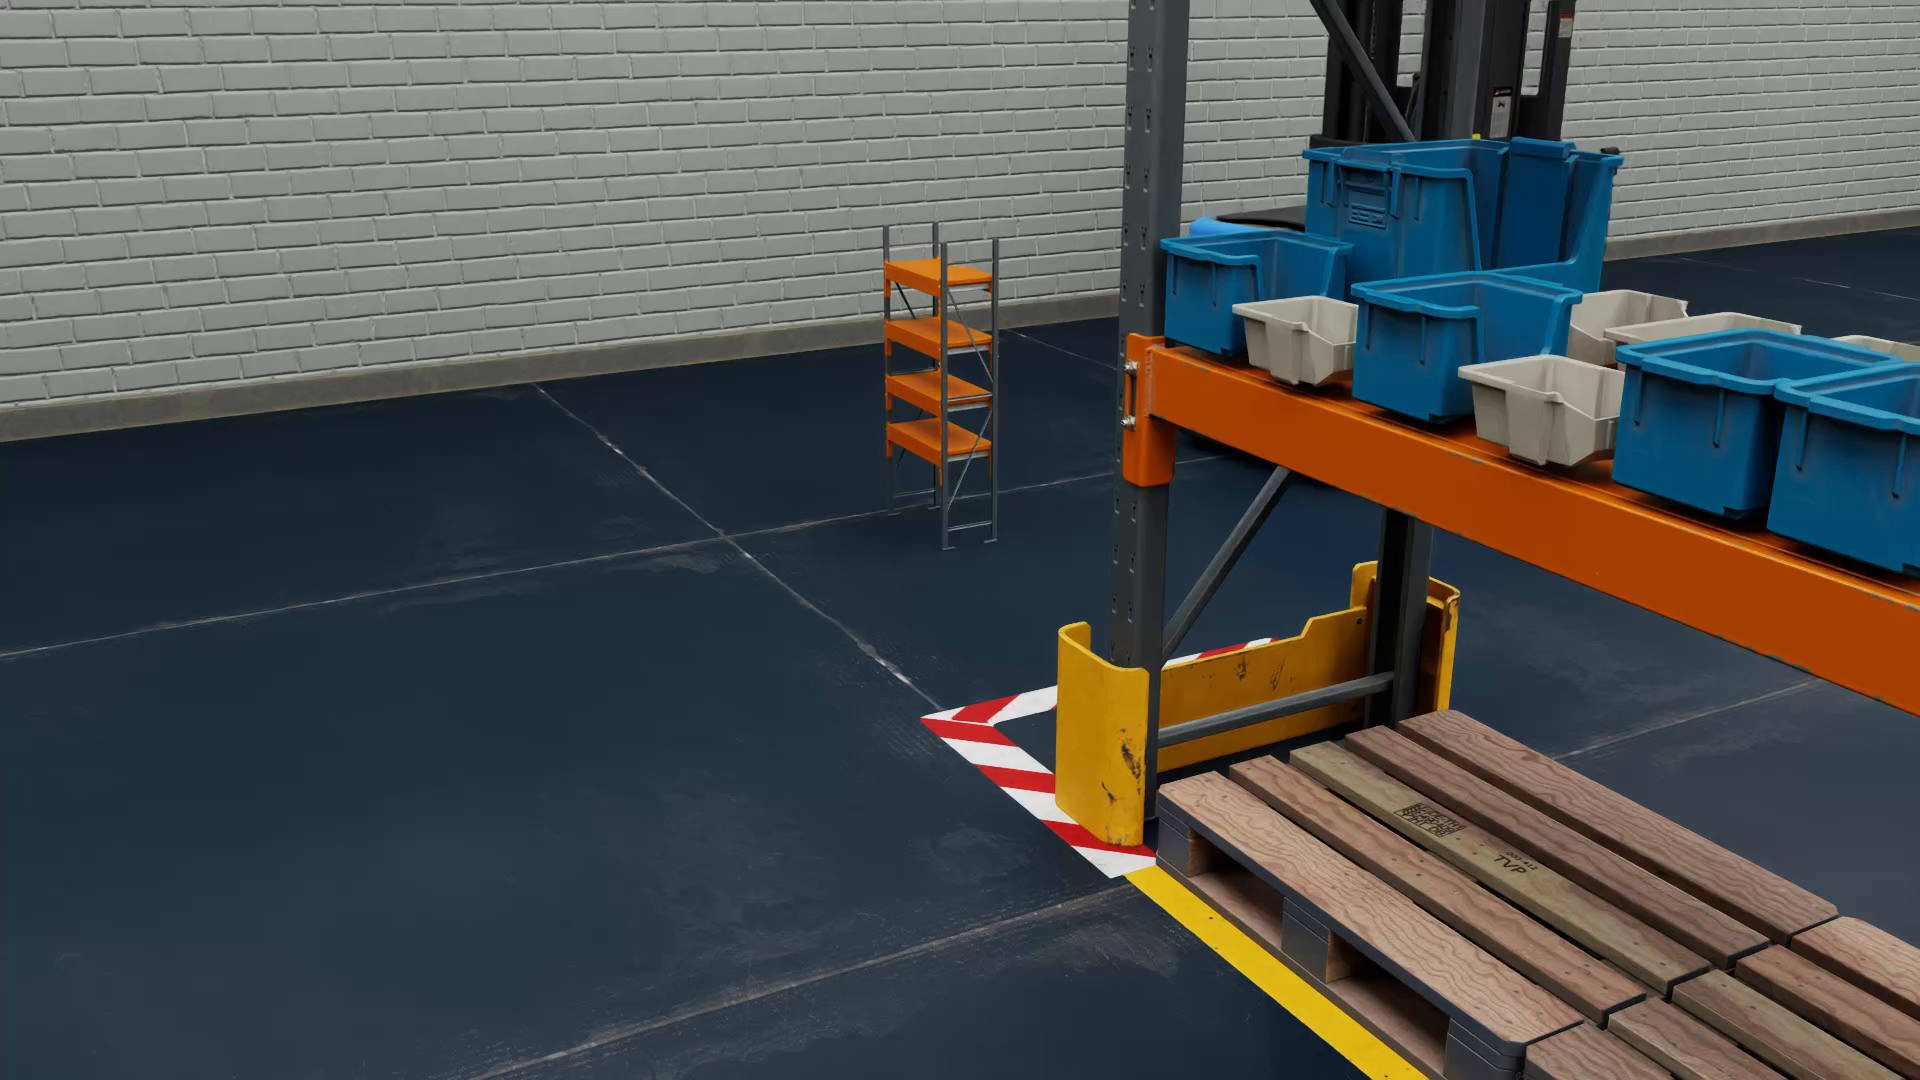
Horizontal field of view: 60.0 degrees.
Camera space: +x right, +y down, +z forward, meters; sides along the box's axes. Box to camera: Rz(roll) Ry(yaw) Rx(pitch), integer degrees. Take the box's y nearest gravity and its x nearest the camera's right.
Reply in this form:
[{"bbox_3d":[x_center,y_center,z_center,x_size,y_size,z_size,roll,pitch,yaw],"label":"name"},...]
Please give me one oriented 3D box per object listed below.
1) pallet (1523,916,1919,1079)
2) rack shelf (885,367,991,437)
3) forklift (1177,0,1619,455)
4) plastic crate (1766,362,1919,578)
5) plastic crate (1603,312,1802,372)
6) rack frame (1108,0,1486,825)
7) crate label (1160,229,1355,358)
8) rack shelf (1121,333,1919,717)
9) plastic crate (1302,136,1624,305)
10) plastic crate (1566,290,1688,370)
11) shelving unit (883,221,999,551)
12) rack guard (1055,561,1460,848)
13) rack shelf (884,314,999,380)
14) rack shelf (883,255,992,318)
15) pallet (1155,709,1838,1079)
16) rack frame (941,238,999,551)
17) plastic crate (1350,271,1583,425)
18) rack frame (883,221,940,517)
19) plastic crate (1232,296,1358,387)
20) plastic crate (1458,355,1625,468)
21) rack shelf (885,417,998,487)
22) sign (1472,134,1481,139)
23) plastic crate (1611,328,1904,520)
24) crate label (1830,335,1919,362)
[{"bbox_3d":[1.789,1.165,2.933,1.003,0.211,1.213,-10,21,-27],"label":"pallet"},{"bbox_3d":[-0.079,-0.551,6.595,0.258,0.148,0.480,-10,21,-27],"label":"rack shelf"},{"bbox_3d":[2.524,-2.003,7.943,3.031,2.935,1.130,-13,23,-34],"label":"forklift"},{"bbox_3d":[1.451,-0.109,2.515,0.416,0.233,0.300,-10,21,-27],"label":"plastic crate"},{"bbox_3d":[1.527,-0.358,3.384,0.396,0.136,0.243,-10,21,-27],"label":"plastic crate"},{"bbox_3d":[0.856,-0.746,4.195,1.000,3.000,0.127,-10,21,-27],"label":"rack frame"},{"bbox_3d":[0.683,-0.574,3.860,0.416,0.233,0.303,-10,21,-27],"label":"crate label"},{"bbox_3d":[1.805,0.168,2.649,1.077,0.370,4.000,-10,21,-27],"label":"rack shelf"},{"bbox_3d":[1.179,-0.724,3.985,0.616,0.435,0.499,-10,21,-27],"label":"plastic crate"},{"bbox_3d":[1.402,-0.444,3.631,0.396,0.136,0.243,-10,21,-27],"label":"plastic crate"},{"bbox_3d":[-0.079,-0.615,6.573,0.258,1.200,0.503,-10,21,-27],"label":"shelving unit"},{"bbox_3d":[0.833,0.431,4.617,1.175,0.500,0.348,-10,21,-27],"label":"rack guard"},{"bbox_3d":[-0.079,-0.763,6.522,0.258,0.148,0.480,-10,21,-27],"label":"rack shelf"},{"bbox_3d":[-0.079,-0.986,6.445,0.258,0.148,0.480,-10,21,-27],"label":"rack shelf"},{"bbox_3d":[1.213,0.815,3.947,1.003,0.211,1.213,-10,21,-27],"label":"pallet"},{"bbox_3d":[0.037,-0.545,6.370,0.240,1.200,0.015,-10,21,-27],"label":"rack frame"},{"bbox_3d":[0.996,-0.385,3.312,0.416,0.233,0.300,-10,21,-27],"label":"plastic crate"},{"bbox_3d":[-0.194,-0.685,6.776,0.240,1.200,0.015,-10,21,-27],"label":"rack frame"},{"bbox_3d":[0.763,-0.423,3.571,0.250,0.136,0.298,-10,21,-27],"label":"plastic crate"},{"bbox_3d":[1.085,-0.228,3.007,0.250,0.136,0.298,-10,21,-27],"label":"plastic crate"},{"bbox_3d":[-0.079,-0.363,6.660,0.258,0.148,0.480,-10,21,-27],"label":"rack shelf"},{"bbox_3d":[1.332,-0.913,4.429,0.100,0.325,0.005,-10,21,-27],"label":"sign"},{"bbox_3d":[1.308,-0.196,2.764,0.416,0.233,0.300,-10,21,-27],"label":"plastic crate"},{"bbox_3d":[1.681,-0.282,3.163,0.396,0.136,0.243,-10,21,-27],"label":"crate label"}]
